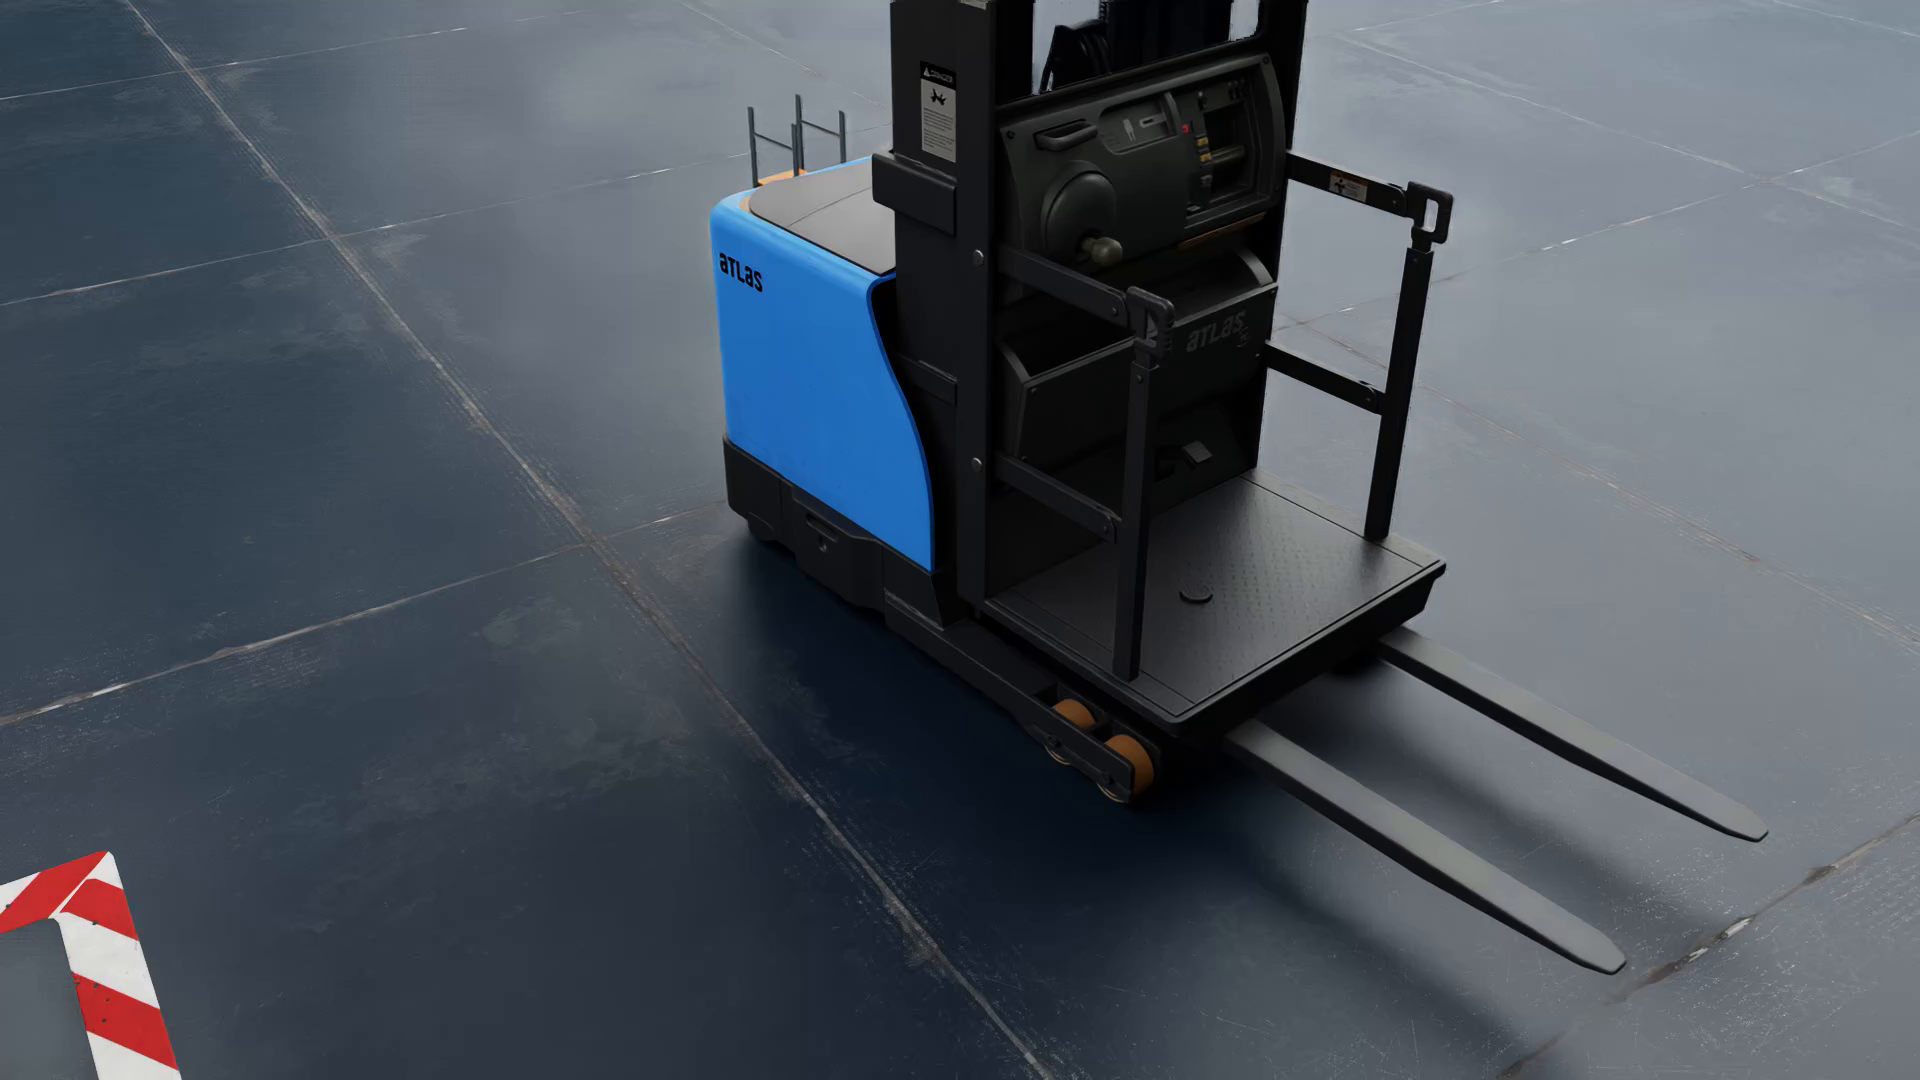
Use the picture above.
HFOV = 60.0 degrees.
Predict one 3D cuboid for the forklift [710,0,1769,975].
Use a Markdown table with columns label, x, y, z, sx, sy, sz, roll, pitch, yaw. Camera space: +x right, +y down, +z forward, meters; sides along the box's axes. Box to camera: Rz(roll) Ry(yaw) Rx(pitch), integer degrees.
| label | x | y | z | sx | sy | sz | roll | pitch | yaw |
| --- | --- | --- | --- | --- | --- | --- | --- | --- | --- |
| forklift | 0.603 | -0.885 | 3.906 | 1.130 | 2.935 | 3.031 | -25 | 40 | -34 |

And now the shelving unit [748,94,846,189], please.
| label | x | y | z | sx | sy | sz | roll | pitch | yaw |
| --- | --- | --- | --- | --- | --- | --- | --- | --- | --- |
| shelving unit | -0.503 | -0.813 | 5.414 | 0.189 | 1.200 | 0.258 | -26 | 40 | -35 |

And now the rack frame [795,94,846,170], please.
| label | x | y | z | sx | sy | sz | roll | pitch | yaw |
| --- | --- | --- | --- | --- | --- | --- | --- | --- | --- |
| rack frame | -0.435 | -0.846 | 5.466 | 0.006 | 1.200 | 0.240 | -26 | 40 | -35 |

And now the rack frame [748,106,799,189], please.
| label | x | y | z | sx | sy | sz | roll | pitch | yaw |
| --- | --- | --- | --- | --- | --- | --- | --- | --- | --- |
| rack frame | -0.571 | -0.780 | 5.362 | 0.006 | 1.200 | 0.240 | -26 | 40 | -35 |

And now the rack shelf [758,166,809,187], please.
| label | x | y | z | sx | sy | sz | roll | pitch | yaw |
| --- | --- | --- | --- | --- | --- | --- | --- | --- | --- |
| rack shelf | -0.503 | -1.080 | 5.245 | 0.180 | 0.103 | 0.258 | -26 | 40 | -35 |
